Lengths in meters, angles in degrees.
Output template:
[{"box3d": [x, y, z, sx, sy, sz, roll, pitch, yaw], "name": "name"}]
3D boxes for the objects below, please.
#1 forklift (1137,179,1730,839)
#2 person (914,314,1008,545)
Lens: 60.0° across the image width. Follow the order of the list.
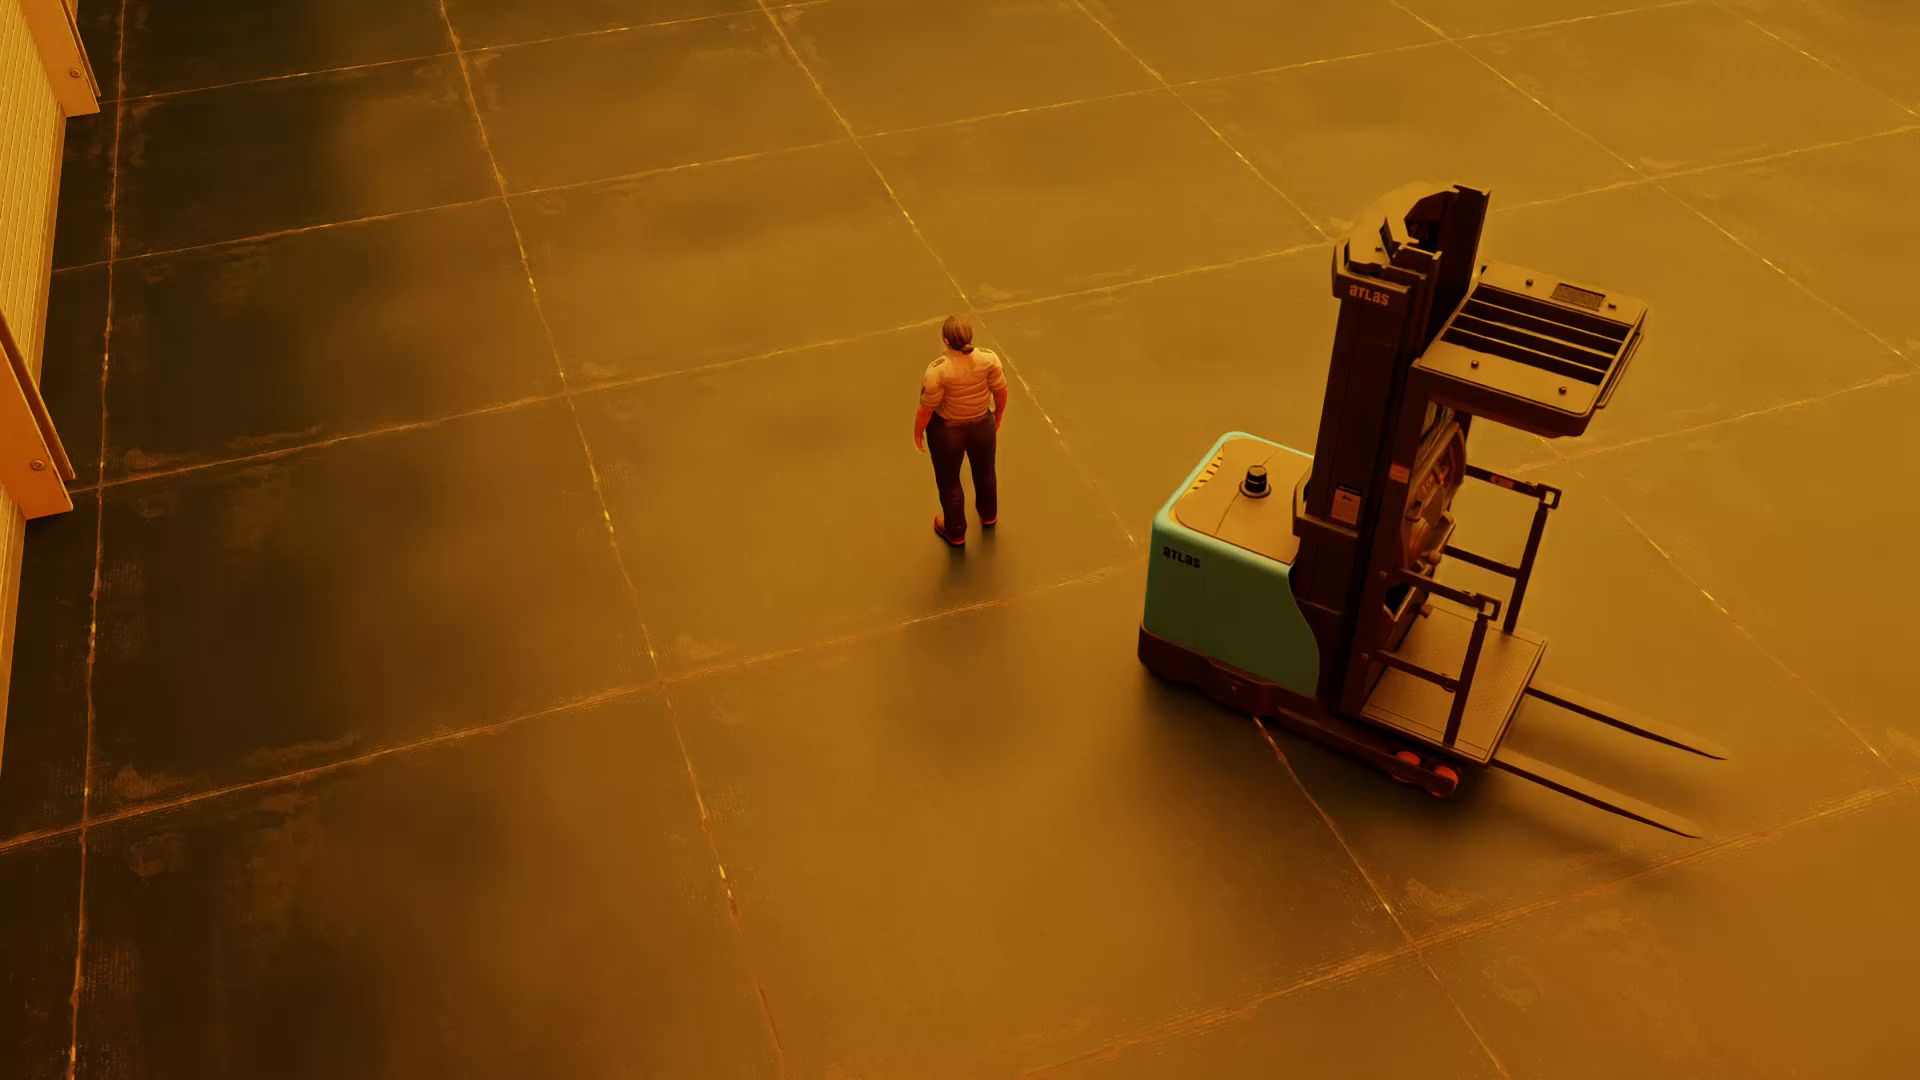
[{"box3d": [2.527, -0.175, 8.205, 3.031, 2.935, 1.130, 21, 45, 24], "name": "forklift"}, {"box3d": [-0.010, -0.692, 9.814, 0.599, 1.642, 0.503, -13, 42, -15], "name": "person"}]
